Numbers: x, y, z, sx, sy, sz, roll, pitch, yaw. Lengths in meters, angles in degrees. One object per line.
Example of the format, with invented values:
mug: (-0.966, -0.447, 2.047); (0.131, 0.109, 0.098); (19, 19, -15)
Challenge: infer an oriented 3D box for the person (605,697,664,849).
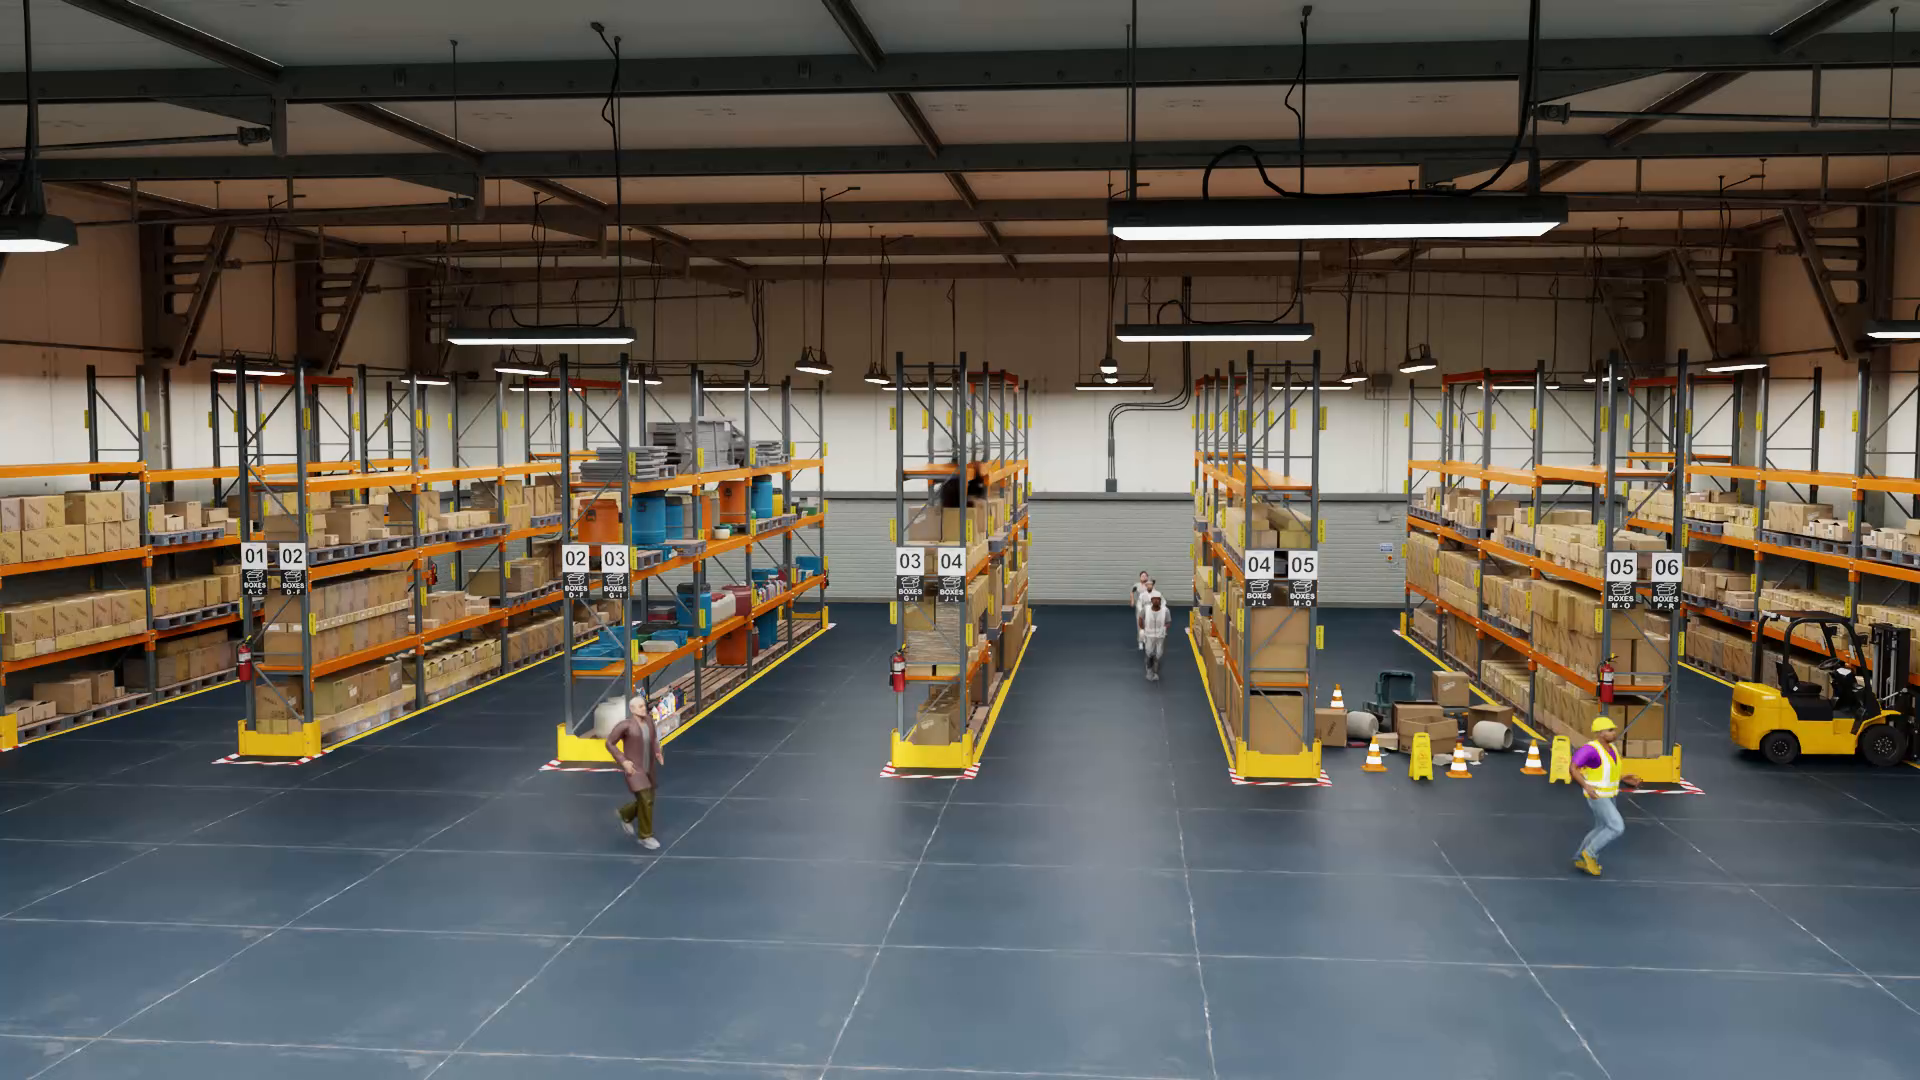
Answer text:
person: (-3.850, 2.733, 19.687); (0.808, 1.766, 0.726); (3, 5, 34)

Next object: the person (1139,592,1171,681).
person: (3.752, 1.857, 31.966); (0.609, 1.721, 0.738); (0, 4, 2)

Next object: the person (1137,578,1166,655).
person: (4.078, 1.642, 35.506); (0.617, 1.657, 0.591); (1, 4, 8)

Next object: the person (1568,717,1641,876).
person: (7.102, 2.826, 18.317); (0.660, 1.746, 0.675); (4, 6, 45)

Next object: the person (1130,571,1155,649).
person: (4.059, 1.528, 36.812); (0.557, 1.666, 0.948); (0, 4, 3)
